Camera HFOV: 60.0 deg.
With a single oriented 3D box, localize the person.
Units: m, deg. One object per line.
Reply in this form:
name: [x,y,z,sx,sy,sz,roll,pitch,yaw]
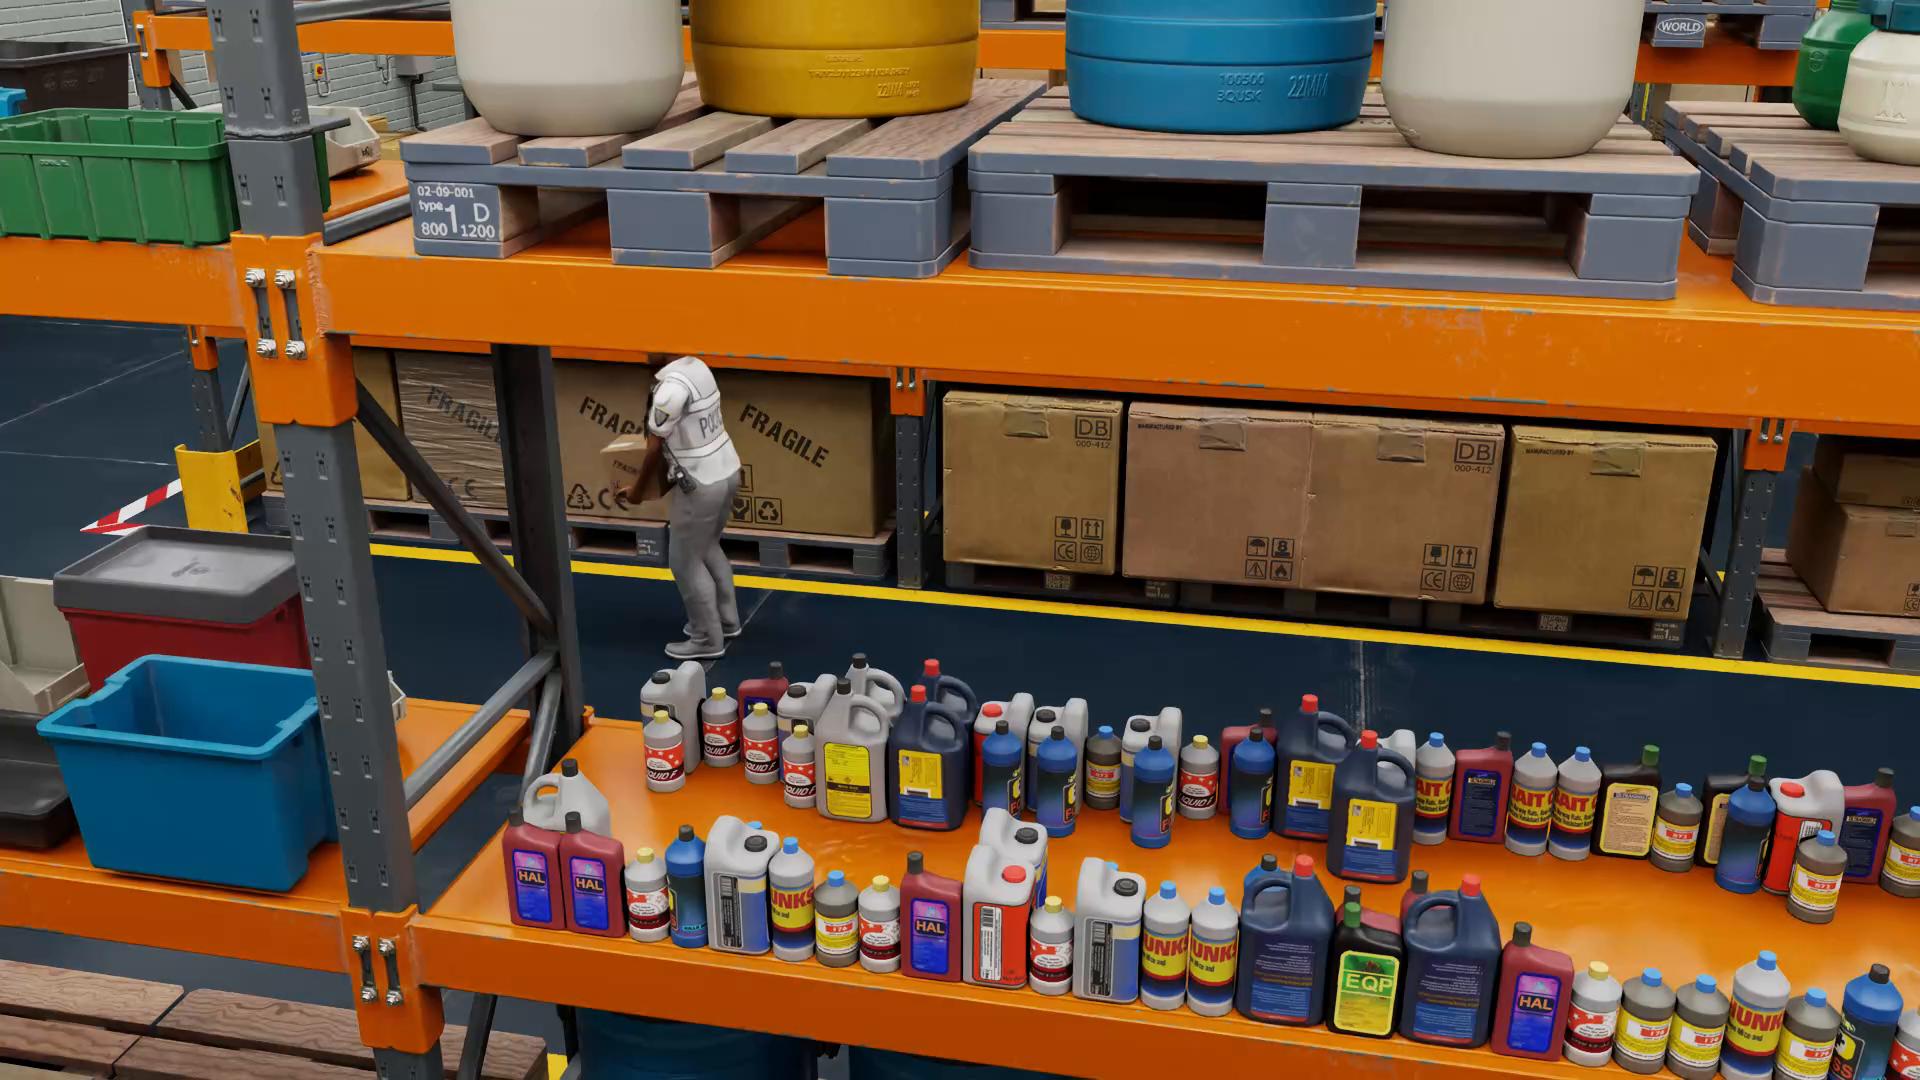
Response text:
person: [-1.221,-0.258,7.739,0.396,1.656,0.519,3,22,8]
